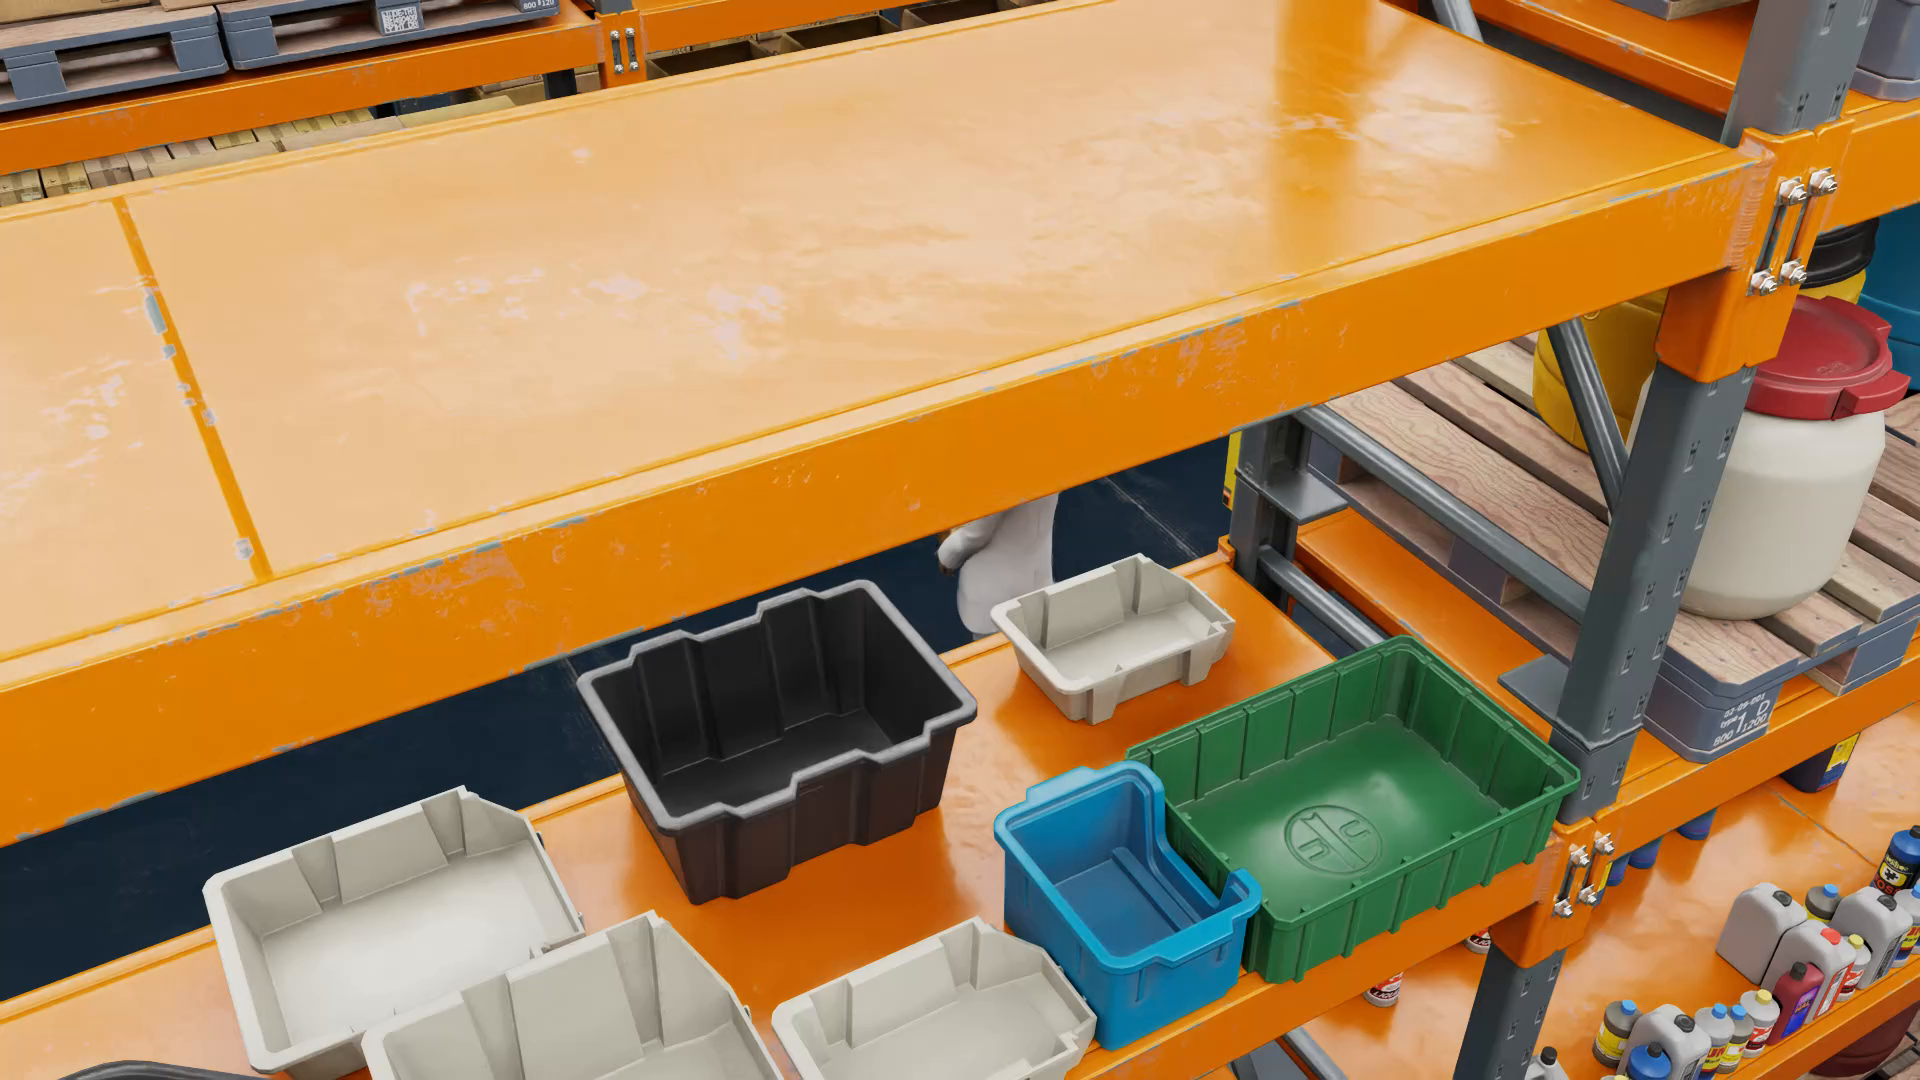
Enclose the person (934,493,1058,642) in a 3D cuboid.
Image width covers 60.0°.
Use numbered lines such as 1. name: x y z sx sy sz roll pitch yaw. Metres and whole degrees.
1. person: 0.163 0.072 6.831 0.469 1.783 0.607 27 44 32
